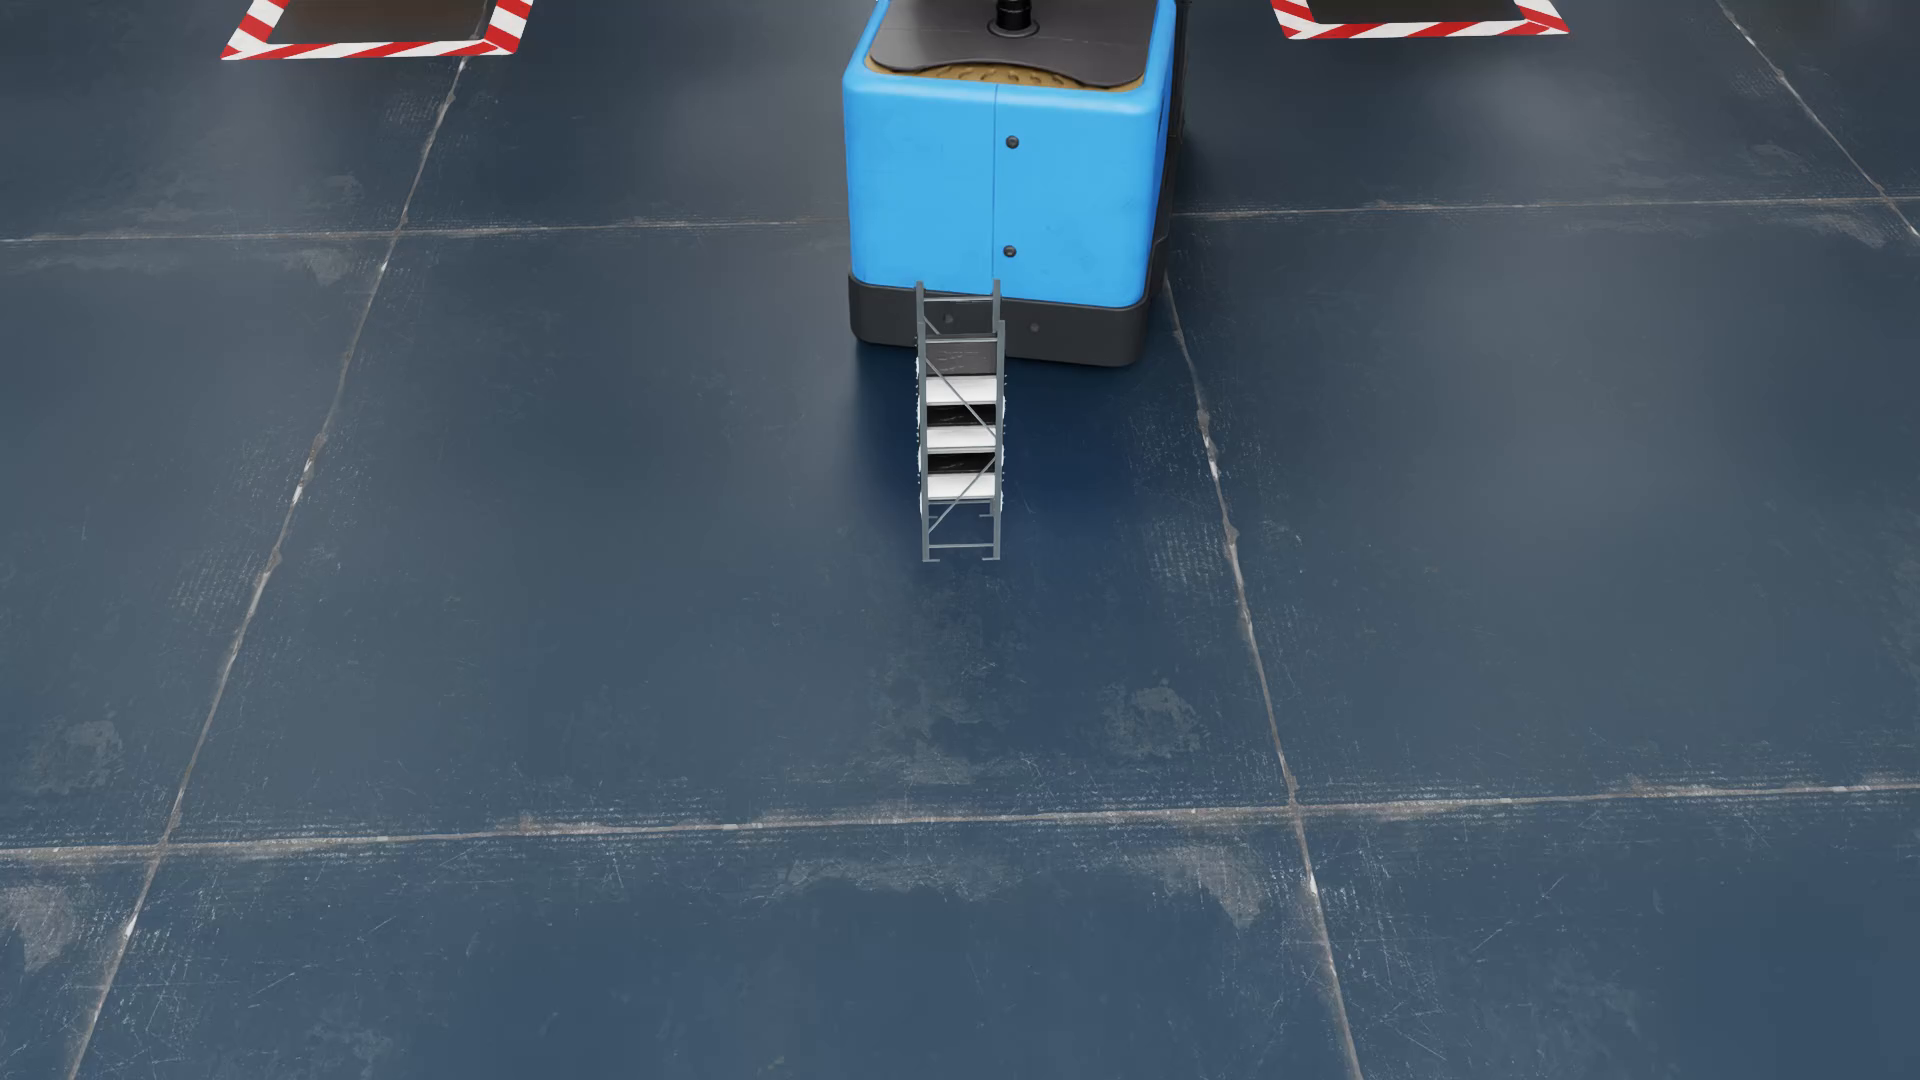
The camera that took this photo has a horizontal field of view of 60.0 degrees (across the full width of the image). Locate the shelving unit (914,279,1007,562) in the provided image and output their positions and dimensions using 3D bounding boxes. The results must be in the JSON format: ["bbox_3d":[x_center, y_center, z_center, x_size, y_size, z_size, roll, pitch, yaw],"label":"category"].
[{"bbox_3d":[0.000,-0.337,4.952,0.258,0.900,0.210,-2,43,-2],"label":"shelving unit"}]

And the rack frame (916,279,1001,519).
[{"bbox_3d":[-0.005,-0.406,5.027,0.240,0.900,0.006,-2,43,-2],"label":"rack frame"}]

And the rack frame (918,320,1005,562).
[{"bbox_3d":[0.004,-0.269,4.877,0.240,0.900,0.006,-2,43,-2],"label":"rack frame"}]

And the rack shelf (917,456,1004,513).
[{"bbox_3d":[0.000,-0.180,5.096,0.258,0.077,0.200,-2,43,-2],"label":"rack shelf"}]

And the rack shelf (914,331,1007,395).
[{"bbox_3d":[0.000,-0.512,4.792,0.258,0.077,0.200,-2,43,-2],"label":"rack shelf"}]

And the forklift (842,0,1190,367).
[{"bbox_3d":[0.361,-2.688,6.013,1.130,2.935,3.031,7,43,7],"label":"forklift"}]

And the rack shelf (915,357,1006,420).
[{"bbox_3d":[0.000,-0.445,4.853,0.258,0.077,0.200,-2,43,-2],"label":"rack shelf"}]

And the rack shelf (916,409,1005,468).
[{"bbox_3d":[0.000,-0.313,4.974,0.258,0.077,0.200,-2,43,-2],"label":"rack shelf"}]

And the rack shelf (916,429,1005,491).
[{"bbox_3d":[0.000,-0.246,5.035,0.258,0.077,0.200,-2,43,-2],"label":"rack shelf"}]

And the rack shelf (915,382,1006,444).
[{"bbox_3d":[0.000,-0.379,4.914,0.258,0.077,0.200,-2,43,-2],"label":"rack shelf"}]
